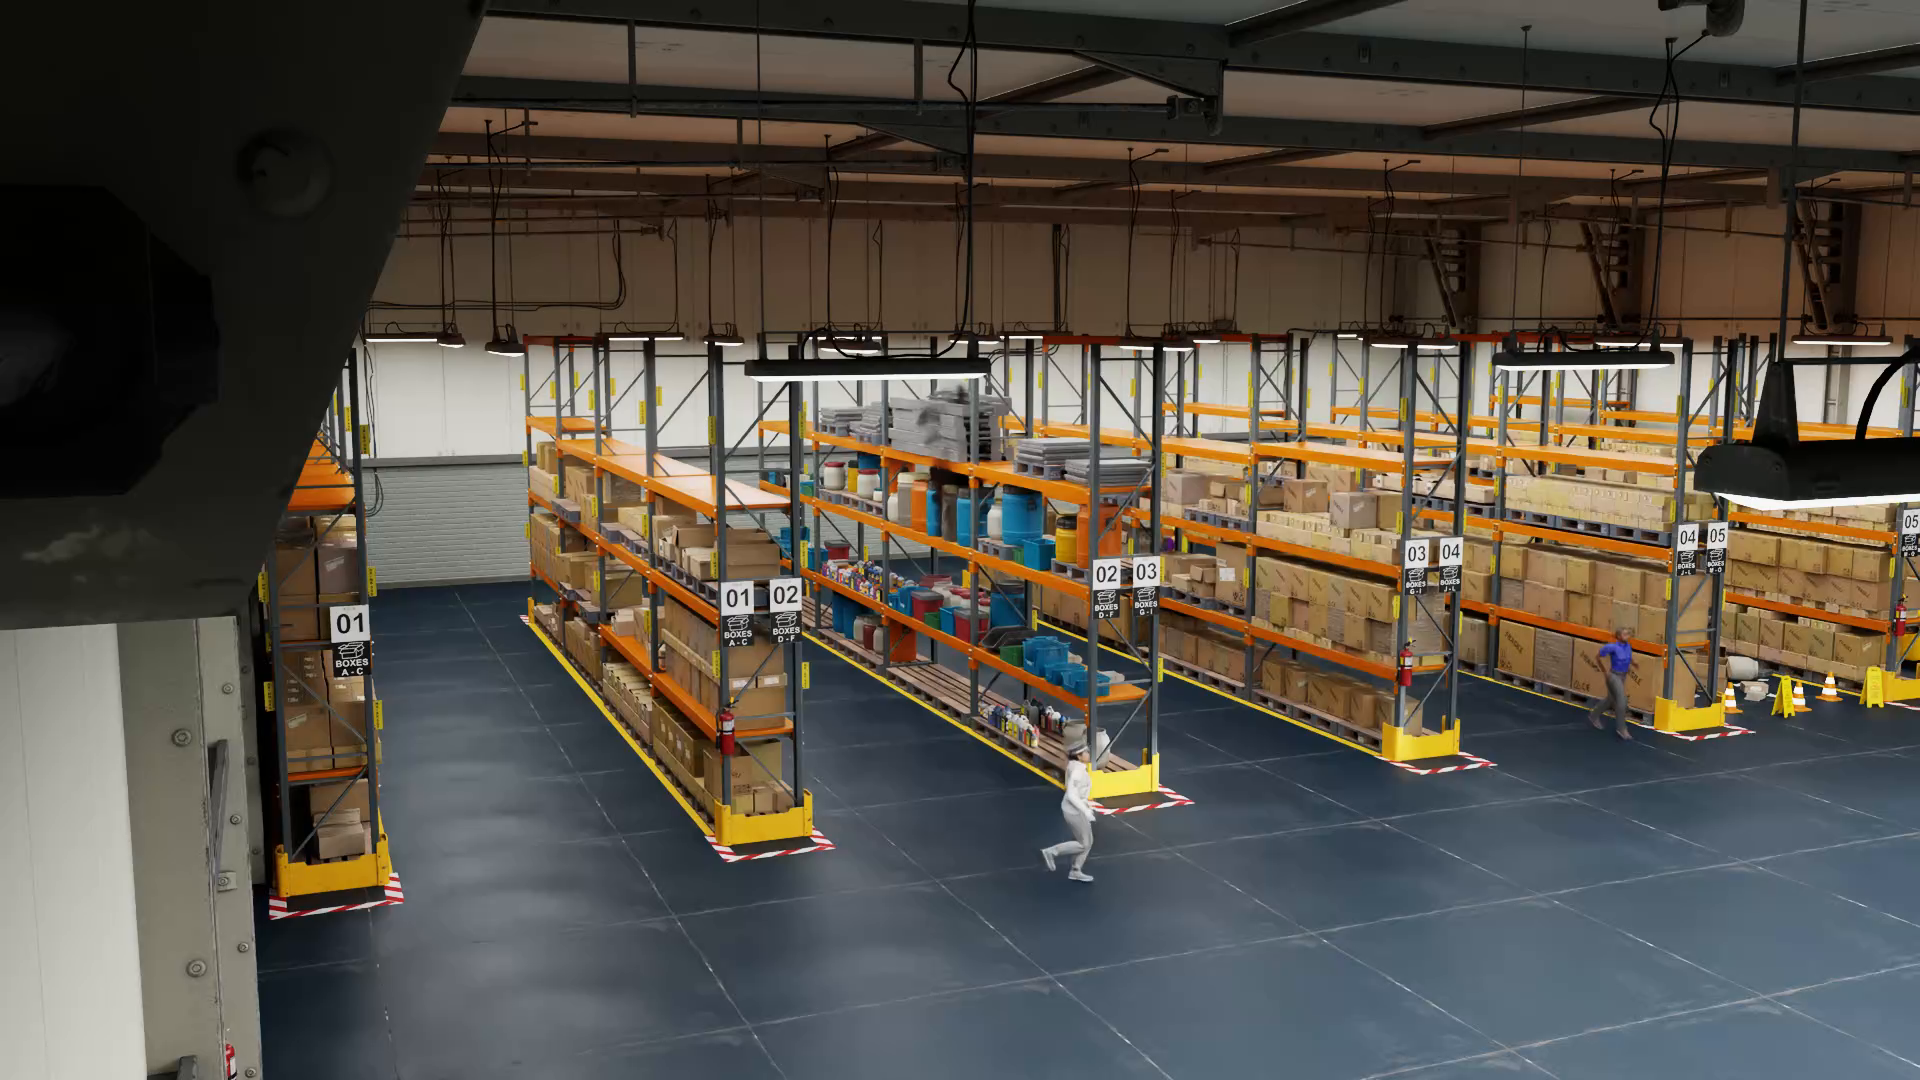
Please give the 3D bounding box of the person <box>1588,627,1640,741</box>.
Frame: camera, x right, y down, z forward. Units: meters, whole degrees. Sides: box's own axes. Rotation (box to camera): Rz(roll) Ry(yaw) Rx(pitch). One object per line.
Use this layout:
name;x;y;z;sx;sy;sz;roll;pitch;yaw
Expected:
person;9.990;2.138;25.339;0.573;1.682;0.827;-5;9;-35

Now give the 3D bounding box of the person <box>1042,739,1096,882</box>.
person;1.222;3.045;18.741;0.591;1.649;0.607;0;8;2

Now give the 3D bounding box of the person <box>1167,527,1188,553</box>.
person;4.884;0.535;37.090;0.668;1.806;0.823;-3;8;-24
